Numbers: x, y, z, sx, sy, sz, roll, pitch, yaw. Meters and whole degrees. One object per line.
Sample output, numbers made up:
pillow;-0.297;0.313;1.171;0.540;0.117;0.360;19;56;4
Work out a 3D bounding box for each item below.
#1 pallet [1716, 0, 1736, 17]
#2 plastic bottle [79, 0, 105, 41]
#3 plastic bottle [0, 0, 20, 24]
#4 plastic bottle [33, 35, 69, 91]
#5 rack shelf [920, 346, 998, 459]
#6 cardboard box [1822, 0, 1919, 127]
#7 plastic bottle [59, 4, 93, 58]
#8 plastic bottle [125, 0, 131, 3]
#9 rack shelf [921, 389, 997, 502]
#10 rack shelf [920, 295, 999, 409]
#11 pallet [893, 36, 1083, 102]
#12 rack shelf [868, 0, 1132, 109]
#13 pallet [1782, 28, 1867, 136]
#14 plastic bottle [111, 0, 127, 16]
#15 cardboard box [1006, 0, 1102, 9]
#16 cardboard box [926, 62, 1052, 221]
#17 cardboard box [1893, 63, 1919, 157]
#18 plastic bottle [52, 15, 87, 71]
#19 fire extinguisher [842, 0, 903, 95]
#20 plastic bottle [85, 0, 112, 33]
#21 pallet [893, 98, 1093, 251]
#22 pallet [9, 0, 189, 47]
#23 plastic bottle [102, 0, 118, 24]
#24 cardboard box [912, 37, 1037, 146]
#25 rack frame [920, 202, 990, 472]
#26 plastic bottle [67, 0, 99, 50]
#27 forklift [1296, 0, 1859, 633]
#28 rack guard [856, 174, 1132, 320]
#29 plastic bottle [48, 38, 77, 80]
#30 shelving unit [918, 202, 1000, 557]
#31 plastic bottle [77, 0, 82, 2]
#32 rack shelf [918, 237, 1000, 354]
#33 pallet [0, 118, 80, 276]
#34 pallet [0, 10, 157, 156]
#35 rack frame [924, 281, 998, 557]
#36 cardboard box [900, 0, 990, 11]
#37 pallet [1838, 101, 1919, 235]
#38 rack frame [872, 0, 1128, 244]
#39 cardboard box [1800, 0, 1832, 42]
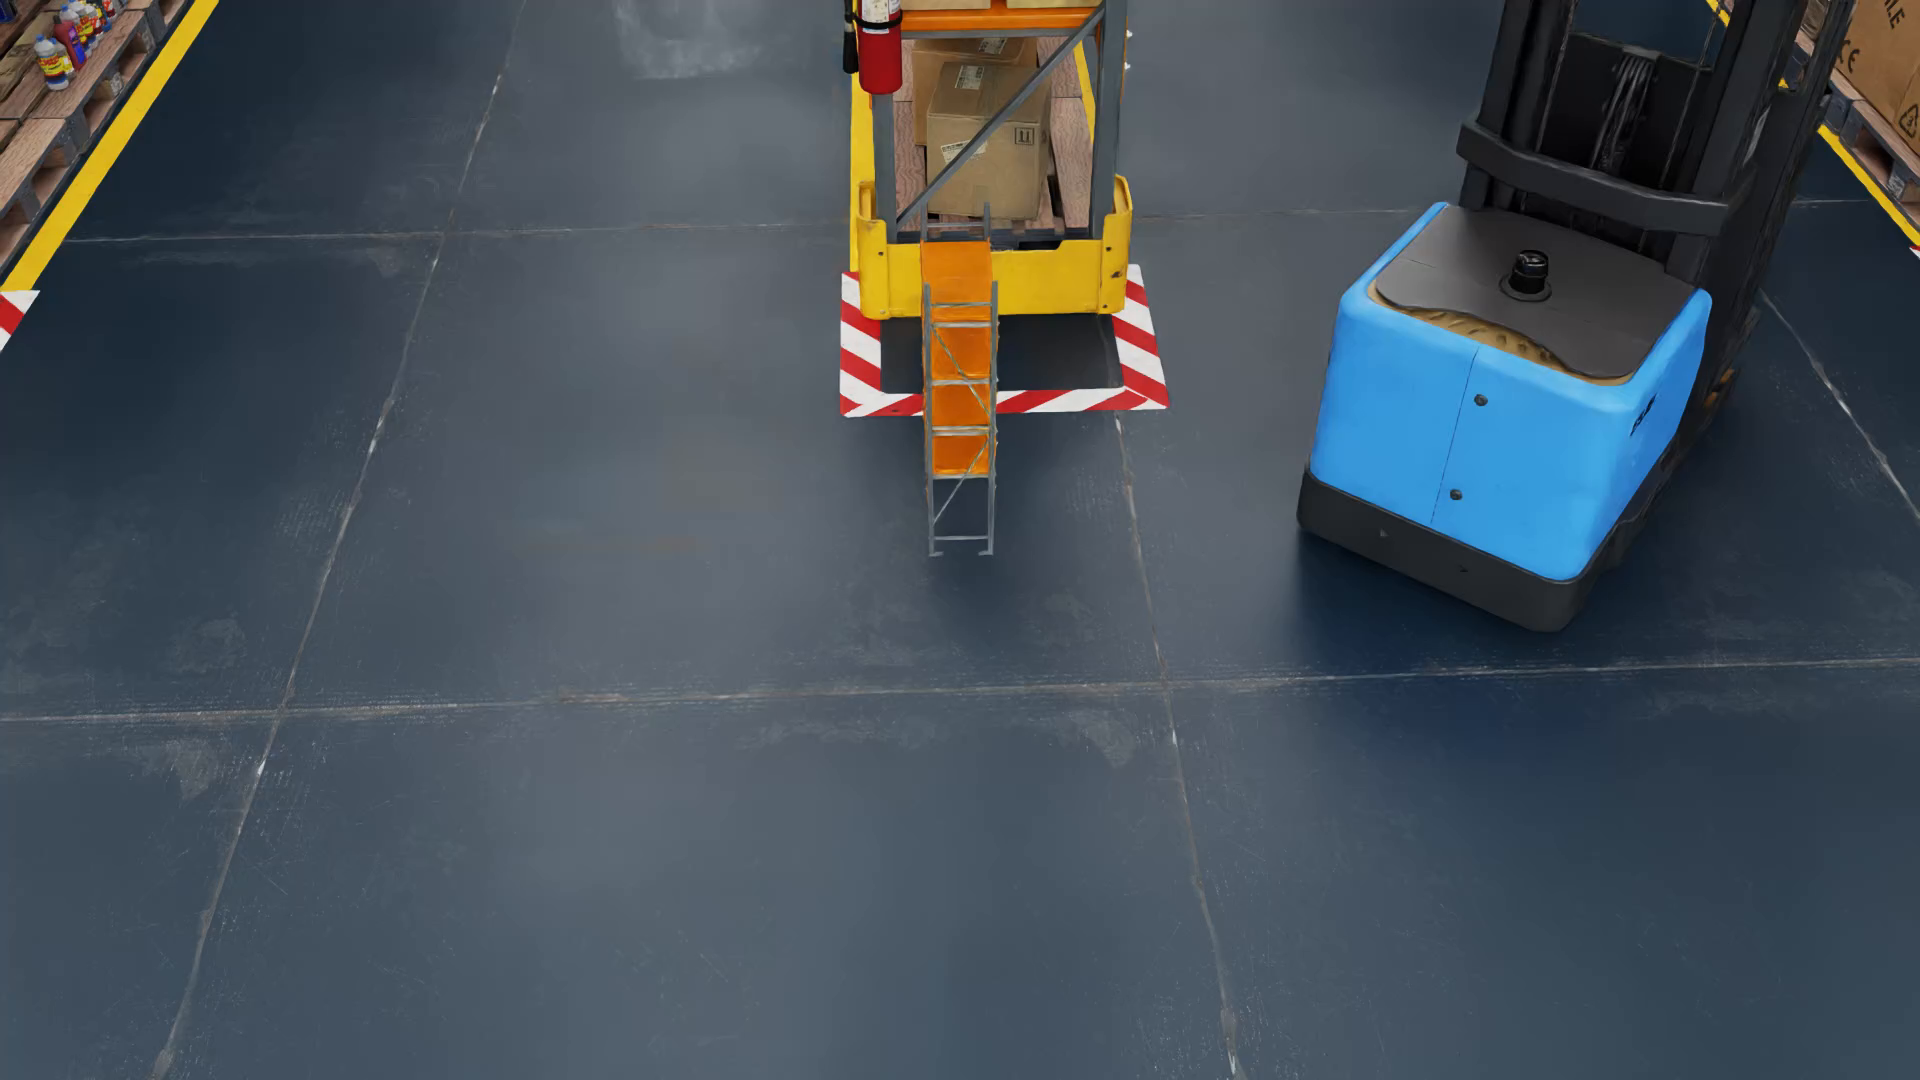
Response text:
pallet;4.889;-3.385;9.787;1.003;0.211;1.213;-2;43;-2
plastic bottle;-4.592;-2.742;8.767;0.097;0.201;0.097;0;43;0
plastic bottle;-5.181;-2.921;8.907;0.152;0.276;0.135;-2;43;-2
plastic bottle;-4.569;-2.402;8.344;0.097;0.271;0.097;0;43;0
rack shelf;-0.007;-0.504;6.012;0.258;0.148;0.480;-2;43;-2
cardboard box;4.970;-2.650;8.183;0.875;0.875;0.875;-2;43;-2
plastic bottle;-4.584;-2.633;8.596;0.097;0.271;0.097;0;43;0
plastic bottle;-4.636;-3.124;9.073;0.144;0.351;0.185;-2;43;-2
rack shelf;-0.007;-0.358;6.146;0.258;0.148;0.480;-2;43;-2
rack shelf;-0.007;-0.669;5.861;0.258;0.148;0.480;-2;43;-2
pallet;0.094;-2.549;8.875;1.003;0.211;1.213;-2;43;-2
rack shelf;0.060;-3.239;8.097;1.077;0.370;4.000;-2;43;-2
pallet;4.944;-2.560;8.886;1.003;0.211;1.213;-2;43;-2
plastic bottle;-4.633;-2.987;8.979;0.152;0.276;0.135;-1;43;-1
cardboard box;0.371;-2.261;6.683;0.380;0.149;0.250;-2;43;-2
cardboard box;0.135;-1.810;7.544;0.500;0.500;0.500;6;43;6
cardboard box;5.010;-2.056;7.535;0.875;0.875;0.875;-1;43;-2
plastic bottle;-4.561;-2.559;8.507;0.061;0.283;0.133;-1;43;-1
fire extinguisher;-0.311;-2.035;6.308;0.296;0.674;0.183;-2;43;-2
plastic bottle;-4.597;-2.837;8.819;0.097;0.271;0.097;0;43;0
pallet;0.142;-1.727;7.978;1.003;0.211;1.213;-2;43;-2
pallet;-4.987;-3.230;9.618;1.003;0.211;1.213;-2;43;-2
plastic bottle;-4.601;-2.880;8.918;0.097;0.201;0.097;0;43;0
cardboard box;0.075;-2.212;7.983;0.500;0.500;0.500;9;43;9
rack frame;-0.017;-0.719;6.146;0.240;1.200;0.015;-2;43;-2
plastic bottle;-4.588;-2.701;8.670;0.097;0.271;0.097;0;43;0
forklift;2.542;-1.708;5.944;1.130;2.935;3.031;27;49;26
rack guard;0.142;-1.284;7.281;1.175;0.500;0.348;-2;43;-2
plastic bottle;-4.574;-2.446;8.444;0.097;0.201;0.097;0;43;0
shelving unit;-0.007;-0.554;5.966;0.258;1.200;0.503;-2;43;-2
plastic bottle;-4.740;-2.986;8.973;0.061;0.283;0.133;-2;43;-2
rack shelf;-0.007;-0.844;5.701;0.258;0.148;0.480;-2;43;-2
pallet;-4.883;-1.583;7.821;1.003;0.211;1.213;-2;43;-2
pallet;-4.932;-2.405;8.717;1.003;0.211;1.213;-2;43;-2
rack frame;0.003;-0.389;5.787;0.240;1.200;0.015;-2;43;-2
cardboard box;-0.074;-2.248;6.669;0.380;0.149;0.250;-2;43;-2
pallet;4.992;-1.738;7.990;1.003;0.211;1.213;-2;43;-2
rack frame;0.145;-2.154;6.381;1.000;3.000;0.127;-2;43;-2
cardboard box;4.934;-3.266;8.854;0.875;0.875;0.875;-1;43;-1
